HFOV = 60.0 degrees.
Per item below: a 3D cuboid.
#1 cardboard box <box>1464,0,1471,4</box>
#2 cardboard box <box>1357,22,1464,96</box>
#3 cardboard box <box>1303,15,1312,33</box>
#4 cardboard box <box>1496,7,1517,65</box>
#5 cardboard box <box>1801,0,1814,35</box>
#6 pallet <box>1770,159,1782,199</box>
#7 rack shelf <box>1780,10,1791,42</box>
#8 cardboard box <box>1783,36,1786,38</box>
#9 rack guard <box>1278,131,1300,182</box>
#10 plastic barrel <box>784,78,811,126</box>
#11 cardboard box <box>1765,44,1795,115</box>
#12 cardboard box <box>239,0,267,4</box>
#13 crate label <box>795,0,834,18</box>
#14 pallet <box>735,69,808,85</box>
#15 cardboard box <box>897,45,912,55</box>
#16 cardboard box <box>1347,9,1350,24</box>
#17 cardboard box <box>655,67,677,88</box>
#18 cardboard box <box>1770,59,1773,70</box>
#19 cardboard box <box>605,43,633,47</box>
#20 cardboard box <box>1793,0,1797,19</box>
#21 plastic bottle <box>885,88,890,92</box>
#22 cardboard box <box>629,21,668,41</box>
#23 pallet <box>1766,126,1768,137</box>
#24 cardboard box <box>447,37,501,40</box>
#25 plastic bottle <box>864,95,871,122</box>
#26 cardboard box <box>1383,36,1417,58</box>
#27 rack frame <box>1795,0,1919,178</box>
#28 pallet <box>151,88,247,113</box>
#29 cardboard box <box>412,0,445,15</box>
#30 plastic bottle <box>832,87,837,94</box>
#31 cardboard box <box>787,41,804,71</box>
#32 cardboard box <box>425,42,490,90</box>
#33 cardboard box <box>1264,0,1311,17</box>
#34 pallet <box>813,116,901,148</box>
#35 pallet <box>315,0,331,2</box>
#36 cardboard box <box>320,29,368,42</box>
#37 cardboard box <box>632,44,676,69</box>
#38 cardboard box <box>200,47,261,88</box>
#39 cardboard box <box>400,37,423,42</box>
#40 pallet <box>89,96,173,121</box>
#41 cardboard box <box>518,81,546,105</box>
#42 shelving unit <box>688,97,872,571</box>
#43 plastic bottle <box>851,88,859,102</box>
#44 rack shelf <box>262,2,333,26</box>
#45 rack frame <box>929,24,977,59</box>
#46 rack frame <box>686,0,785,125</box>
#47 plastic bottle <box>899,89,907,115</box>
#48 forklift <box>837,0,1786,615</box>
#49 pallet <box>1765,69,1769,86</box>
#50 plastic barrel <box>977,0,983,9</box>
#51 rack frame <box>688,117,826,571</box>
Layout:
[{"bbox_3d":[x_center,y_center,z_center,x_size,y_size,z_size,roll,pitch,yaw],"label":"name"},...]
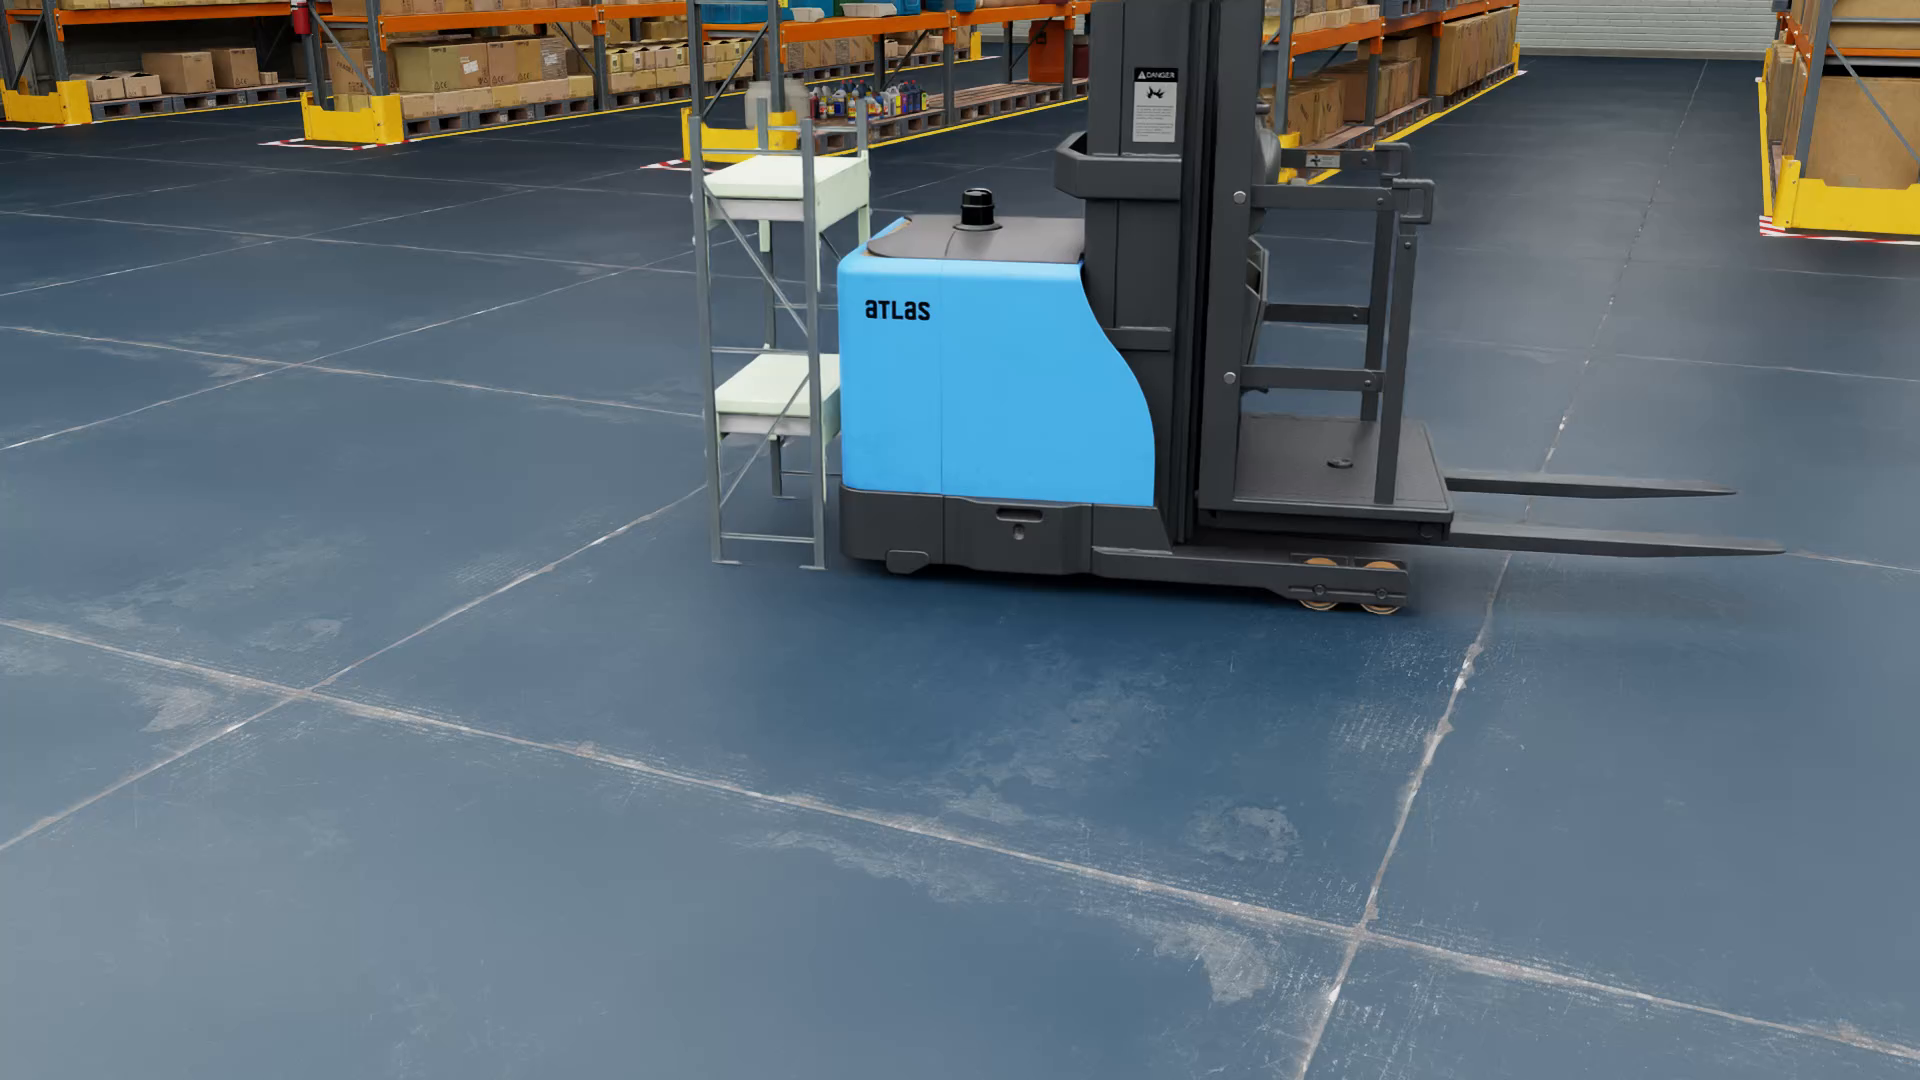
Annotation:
[{"bbox_3d":[6.679,-7.568,22.625,0.500,0.500,0.500,9,21,23],"label":"cardboard box"},{"bbox_3d":[5.911,-6.347,21.884,1.225,0.875,0.875,8,21,20],"label":"cardboard box"},{"bbox_3d":[2.903,-4.581,14.749,0.380,0.149,0.250,9,21,23],"label":"cardboard box"},{"bbox_3d":[8.696,-8.378,27.595,0.875,0.875,0.875,9,21,23],"label":"cardboard box"},{"bbox_3d":[7.782,-4.644,14.328,0.875,0.550,0.550,9,21,23],"label":"cardboard box"},{"bbox_3d":[7.574,-3.098,14.366,1.003,0.211,1.213,9,21,23],"label":"pallet"},{"bbox_3d":[10.912,-6.504,20.853,1.077,0.370,4.000,9,21,23],"label":"rack shelf"},{"bbox_3d":[10.553,-6.159,20.794,0.500,0.250,0.500,9,22,24],"label":"cardboard box"},{"bbox_3d":[2.364,-3.342,14.621,1.175,0.500,0.348,9,21,23],"label":"rack guard"},{"bbox_3d":[-1.780,-4.567,17.421,0.421,0.512,0.421,0,20,0],"label":"plastic barrel"},{"bbox_3d":[9.761,-5.195,18.831,1.050,0.750,0.750,8,21,22],"label":"cardboard box"},{"bbox_3d":[-9.715,-7.360,22.381,0.500,0.250,0.500,9,21,23],"label":"cardboard box"},{"bbox_3d":[-1.679,-5.793,17.729,0.502,0.435,0.616,9,21,23],"label":"crate label"},{"bbox_3d":[-3.087,-7.212,25.933,1.003,0.211,1.213,9,21,23],"label":"pallet"},{"bbox_3d":[-1.075,-8.762,29.703,0.380,0.166,0.250,9,21,23],"label":"cardboard box"},{"bbox_3d":[3.594,-5.120,16.264,0.380,0.149,0.250,9,21,23],"label":"cardboard box"},{"bbox_3d":[-4.254,-6.387,22.927,0.500,0.250,0.500,8,21,21],"label":"cardboard box"},{"bbox_3d":[11.763,-6.757,23.677,0.380,0.149,0.250,8,21,21],"label":"cardboard box"},{"bbox_3d":[-4.747,-6.722,23.033,0.500,0.311,0.500,8,21,23],"label":"cardboard box"},{"bbox_3d":[9.044,-5.716,17.416,0.500,0.500,0.500,8,21,22],"label":"cardboard box"},{"bbox_3d":[-0.772,-5.041,19.075,0.152,0.276,0.135,9,21,23],"label":"plastic bottle"},{"bbox_3d":[-5.910,-9.439,31.137,0.700,0.500,0.500,9,21,23],"label":"cardboard box"},{"bbox_3d":[9.701,-4.687,18.832,1.003,0.211,1.213,9,21,23],"label":"pallet"},{"bbox_3d":[-5.950,-5.931,20.528,0.500,0.500,0.500,9,21,23],"label":"cardboard box"},{"bbox_3d":[-1.018,-4.715,18.164,0.097,0.271,0.097,0,20,0],"label":"plastic bottle"},{"bbox_3d":[5.362,-6.116,20.646,0.500,0.250,0.500,10,22,25],"label":"cardboard box"},{"bbox_3d":[6.817,-3.786,12.137,1.000,3.000,0.127,9,21,23],"label":"rack frame"},{"bbox_3d":[-10.327,-5.860,22.133,1.003,0.211,1.213,9,21,23],"label":"pallet"},{"bbox_3d":[-6.289,-6.207,18.795,0.700,0.500,0.500,9,22,24],"label":"cardboard box"},{"bbox_3d":[-1.440,-5.035,19.046,0.061,0.283,0.133,10,22,25],"label":"plastic bottle"},{"bbox_3d":[-2.771,-7.593,25.917,0.500,0.500,0.500,8,21,21],"label":"cardboard box"},{"bbox_3d":[-5.884,-5.554,19.468,0.500,0.500,0.500,9,21,23],"label":"cardboard box"},{"bbox_3d":[2.583,-4.849,14.533,0.875,0.500,0.500,9,21,23],"label":"cardboard box"},{"bbox_3d":[-1.359,-4.512,18.340,1.003,0.211,1.213,9,21,23],"label":"pallet"},{"bbox_3d":[-9.140,-7.882,23.942,1.003,0.211,1.213,9,21,23],"label":"pallet"},{"bbox_3d":[-9.122,-7.504,24.547,0.500,0.250,0.500,8,21,22],"label":"cardboard box"},{"bbox_3d":[-4.248,-6.650,22.830,0.500,0.311,0.500,8,21,21],"label":"cardboard box"},{"bbox_3d":[-9.974,-6.465,22.746,0.500,0.500,0.500,7,21,19],"label":"cardboard box"},{"bbox_3d":[-8.690,-7.486,25.617,0.700,0.500,0.500,8,21,22],"label":"cardboard box"},{"bbox_3d":[-10.828,-5.489,21.088,1.003,0.211,1.213,9,21,23],"label":"pallet"},{"bbox_3d":[-5.461,-5.504,20.447,0.500,0.250,0.500,9,21,23],"label":"cardboard box"},{"bbox_3d":[-0.592,-0.737,5.802,0.431,1.500,0.755,3,20,10],"label":"shelving unit"},{"bbox_3d":[-1.206,-5.070,19.165,0.097,0.271,0.097,0,20,0],"label":"plastic bottle"},{"bbox_3d":[-8.767,-8.031,25.148,1.077,0.370,4.000,9,21,23],"label":"rack shelf"},{"bbox_3d":[-0.151,-10.748,31.716,1.000,3.000,0.127,9,21,23],"label":"rack frame"},{"bbox_3d":[-2.185,-5.177,16.048,1.000,3.000,0.127,9,21,23],"label":"rack frame"},{"bbox_3d":[-0.656,-4.976,18.882,0.061,0.283,0.133,10,22,26],"label":"plastic bottle"},{"bbox_3d":[1.158,-1.336,5.352,3.031,2.935,1.130,3,20,10],"label":"forklift"},{"bbox_3d":[12.973,-7.096,25.607,1.003,0.211,1.213,9,21,23],"label":"pallet"},{"bbox_3d":[0.134,-6.718,20.588,0.301,0.262,0.301,0,20,0],"label":"plastic barrel"},{"bbox_3d":[-0.657,-0.616,5.463,0.400,1.500,0.023,3,20,10],"label":"rack frame"}]
